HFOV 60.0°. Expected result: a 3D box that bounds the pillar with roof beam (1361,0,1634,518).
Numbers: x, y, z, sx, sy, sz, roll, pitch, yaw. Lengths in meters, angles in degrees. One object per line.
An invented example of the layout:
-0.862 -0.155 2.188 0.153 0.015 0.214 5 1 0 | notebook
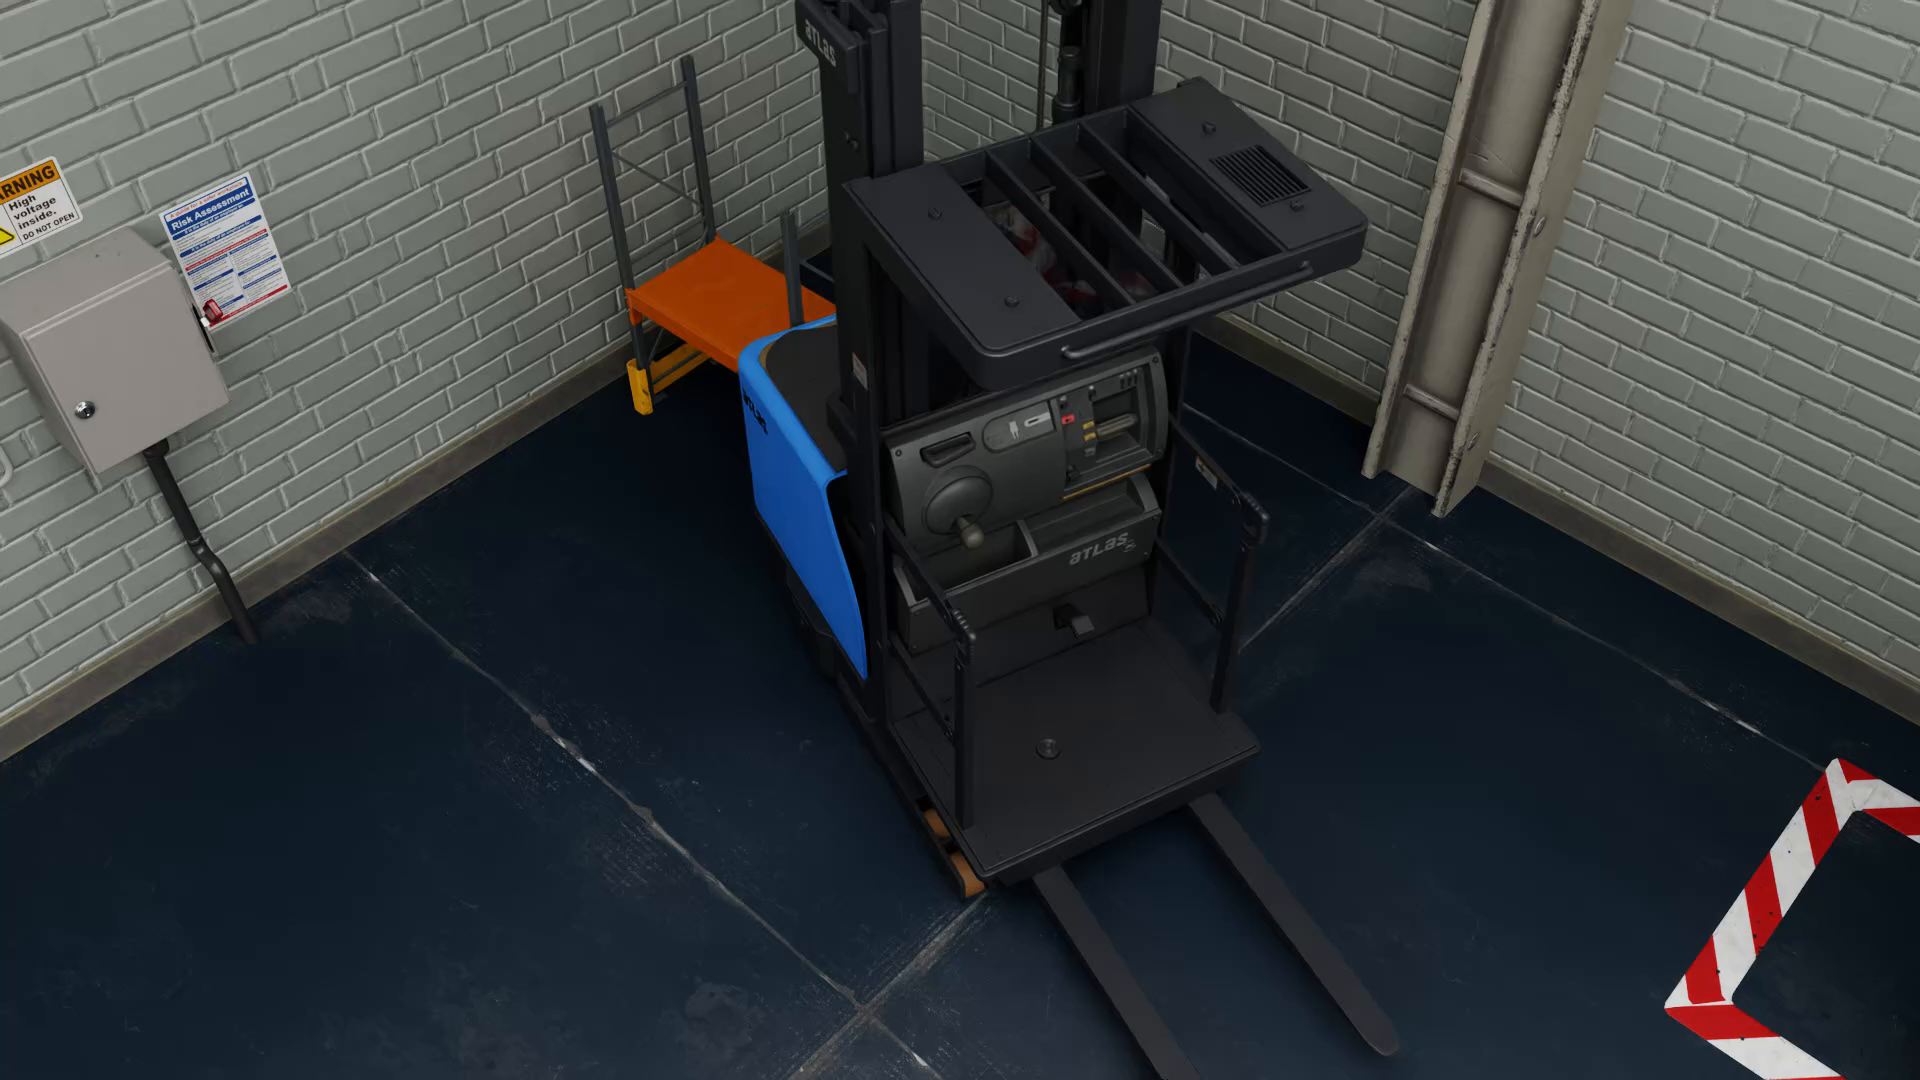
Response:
-0.982 -1.041 1.555 0.400 9.000 9.100 34 55 28 | pillar with roof beam

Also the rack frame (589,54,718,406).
-1.211 -1.233 6.879 0.032 1.500 0.500 33 55 27 | rack frame

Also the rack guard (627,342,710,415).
-1.210 -0.805 7.334 0.087 0.250 0.587 33 55 27 | rack guard

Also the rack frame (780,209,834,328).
-0.448 -0.744 6.420 0.032 1.500 0.500 33 55 27 | rack frame

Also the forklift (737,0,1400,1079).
0.324 -0.180 4.908 1.130 2.935 3.031 -21 50 -19 | forklift

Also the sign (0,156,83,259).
-2.873 -1.001 5.066 0.001 0.242 0.339 34 55 28 | sign

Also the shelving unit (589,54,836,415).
-0.836 -0.993 6.653 1.083 1.500 0.587 33 55 27 | shelving unit

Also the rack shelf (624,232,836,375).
-0.829 -0.866 6.781 1.000 0.185 0.538 33 55 27 | rack shelf

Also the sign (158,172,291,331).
-2.500 -0.980 5.678 0.001 0.494 0.329 34 55 28 | sign

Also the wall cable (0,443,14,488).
-3.262 -0.706 4.658 0.122 1.984 0.588 34 55 28 | wall cable

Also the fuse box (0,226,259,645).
-2.683 -0.205 5.768 0.414 1.711 0.539 34 55 28 | fuse box
